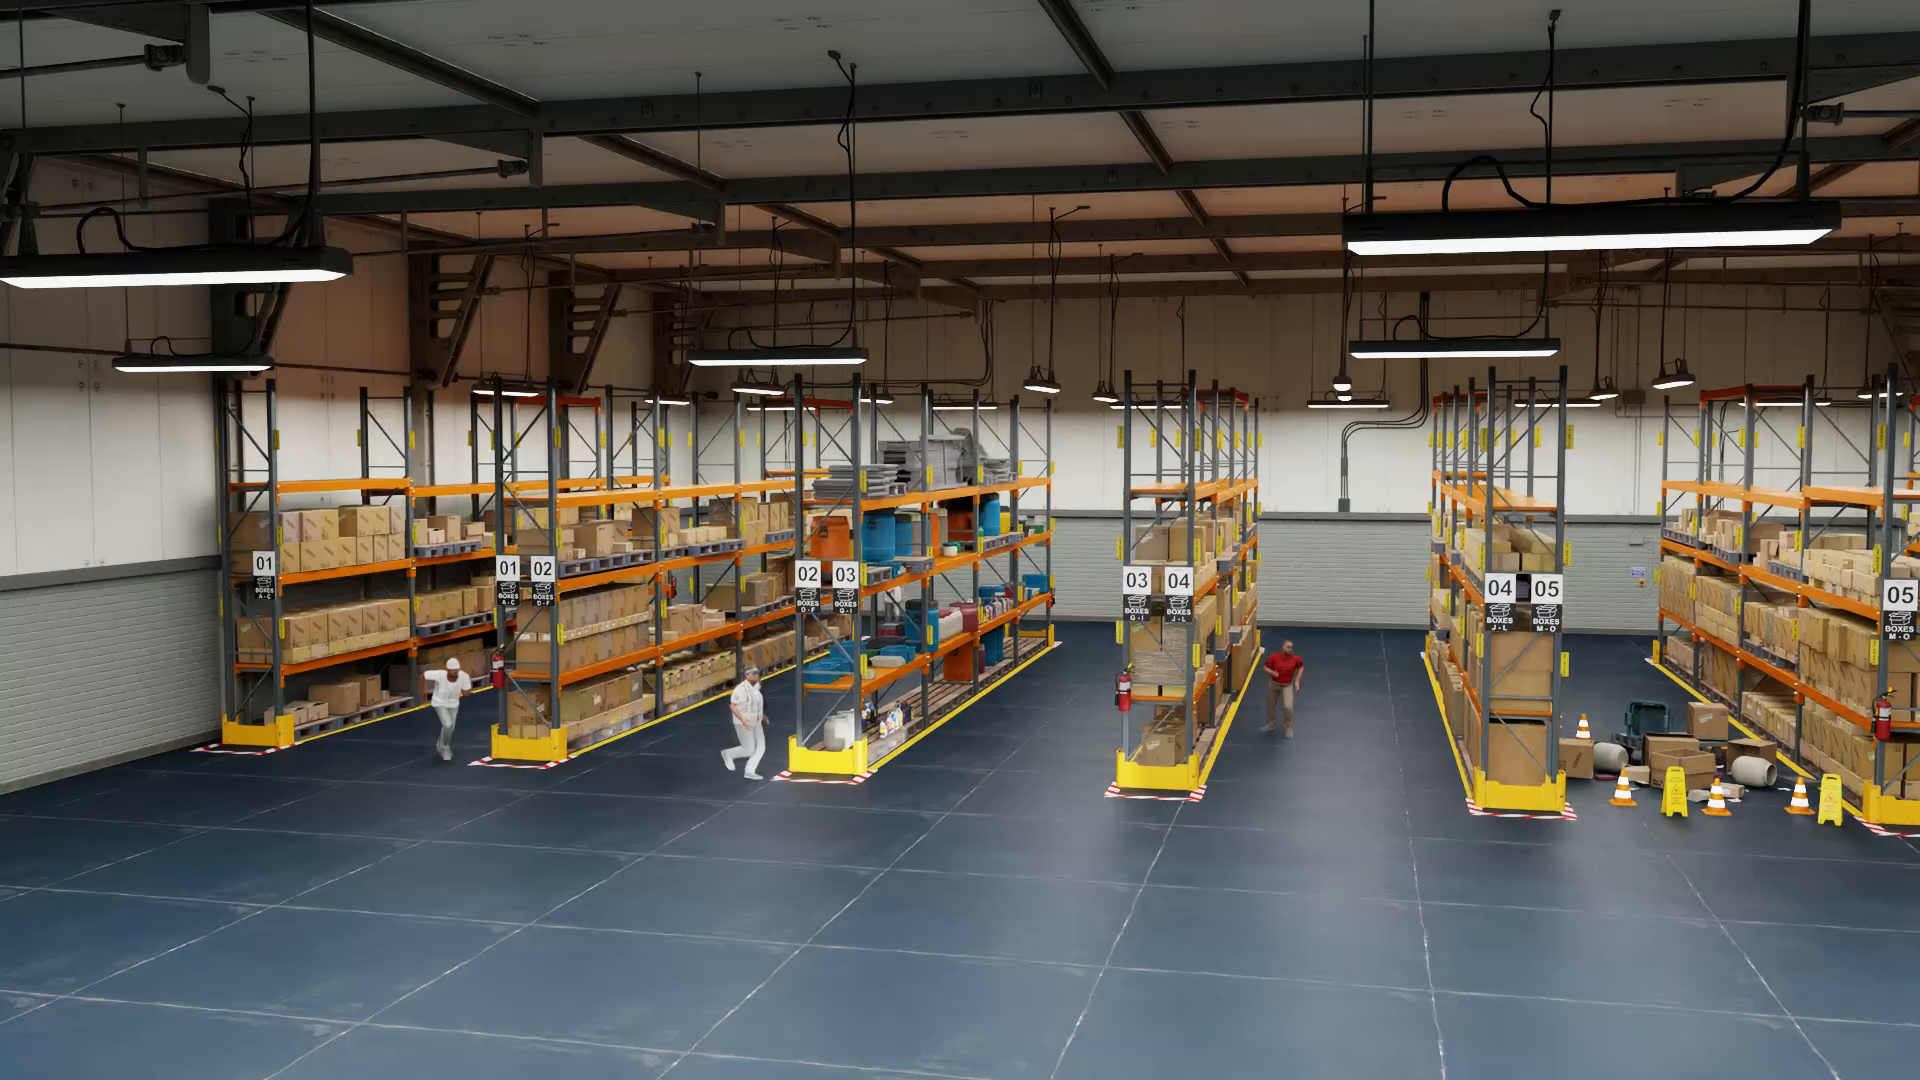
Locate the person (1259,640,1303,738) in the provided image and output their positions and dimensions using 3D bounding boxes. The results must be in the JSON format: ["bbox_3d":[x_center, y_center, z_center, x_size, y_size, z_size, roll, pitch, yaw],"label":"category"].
[{"bbox_3d":[5.433,2.512,28.234,0.734,1.671,0.869,1,4,18],"label":"person"}]

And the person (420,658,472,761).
[{"bbox_3d":[-8.052,2.644,26.003,0.743,1.656,0.968,-2,4,-36],"label":"person"}]

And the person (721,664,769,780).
[{"bbox_3d":[-3.182,2.672,24.579,0.648,1.726,0.649,2,4,33],"label":"person"}]

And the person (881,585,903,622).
[{"bbox_3d":[-1.715,1.590,42.128,0.623,1.832,0.850,-1,3,-9],"label":"person"}]
